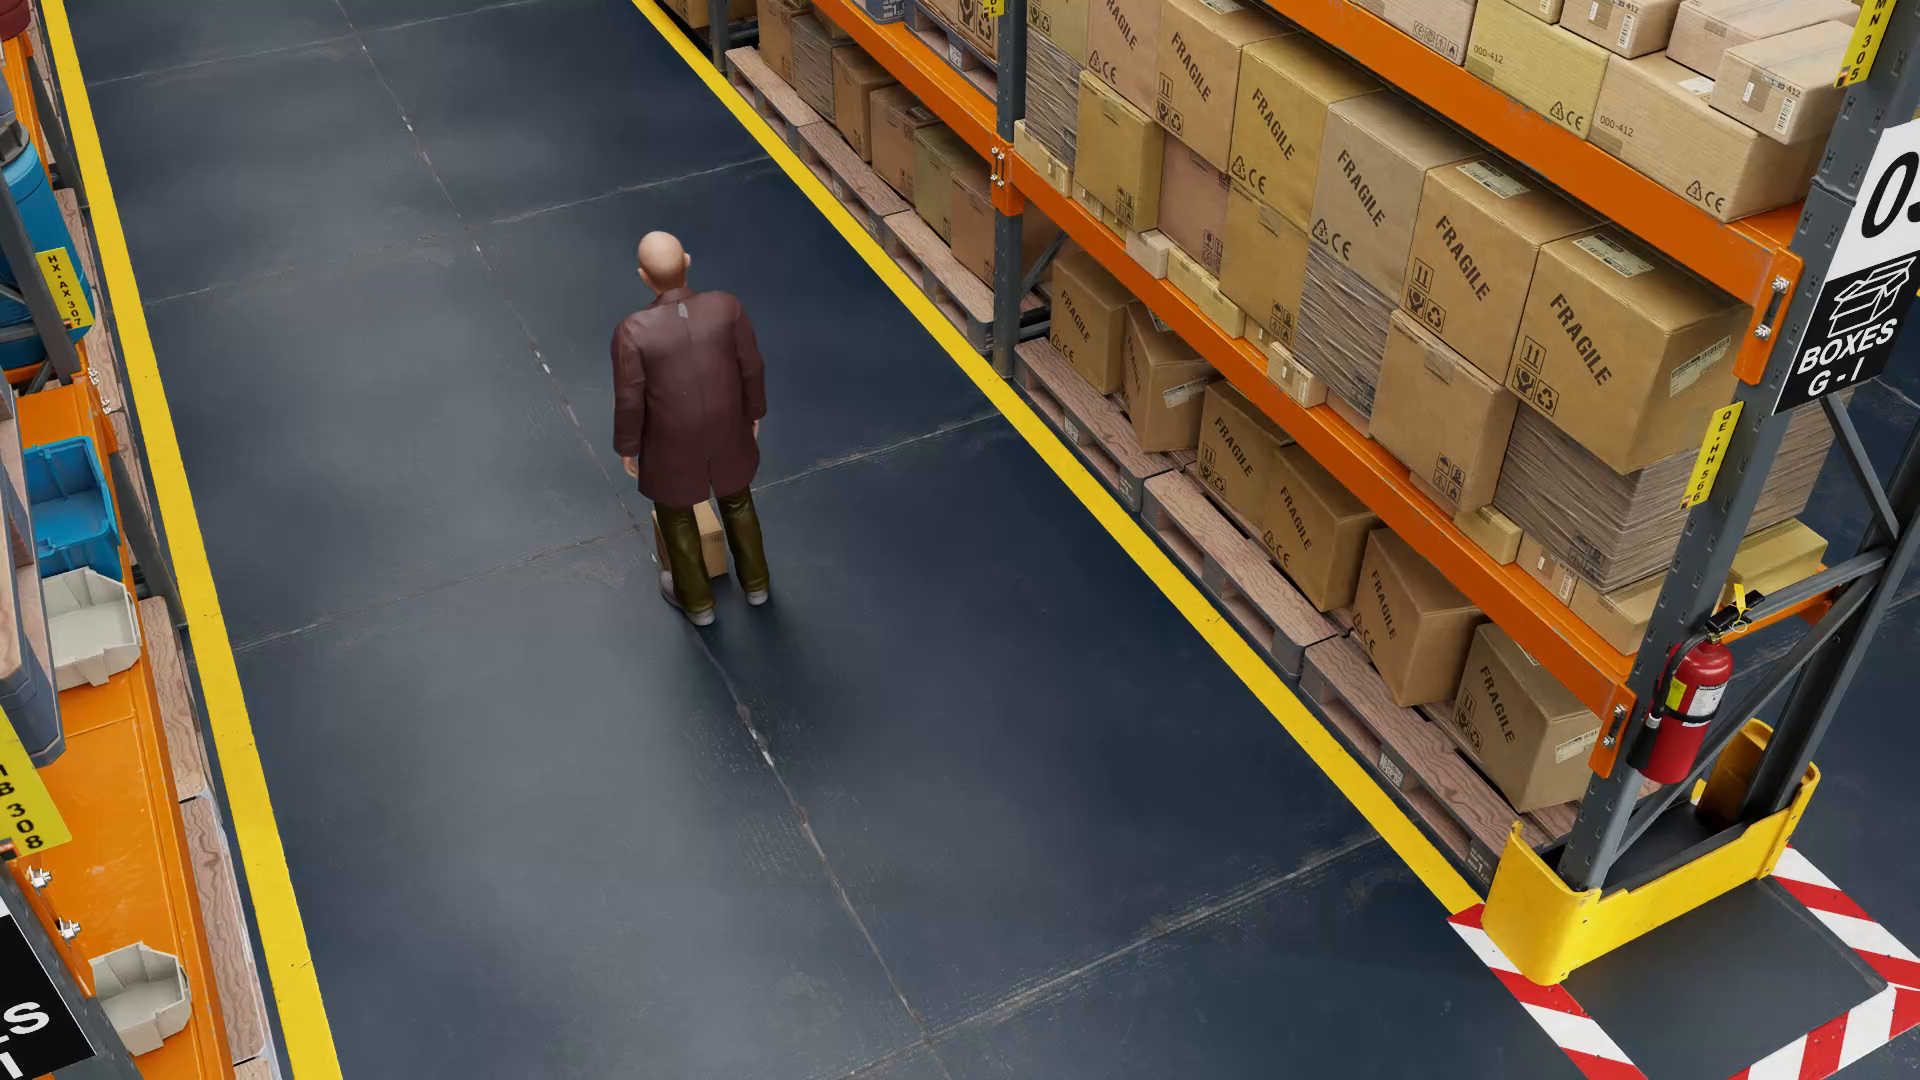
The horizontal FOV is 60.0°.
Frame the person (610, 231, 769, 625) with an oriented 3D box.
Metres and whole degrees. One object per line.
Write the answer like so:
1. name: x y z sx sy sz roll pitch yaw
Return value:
1. person: -1.070 -0.427 6.665 0.642 1.774 0.423 -19 44 -20
